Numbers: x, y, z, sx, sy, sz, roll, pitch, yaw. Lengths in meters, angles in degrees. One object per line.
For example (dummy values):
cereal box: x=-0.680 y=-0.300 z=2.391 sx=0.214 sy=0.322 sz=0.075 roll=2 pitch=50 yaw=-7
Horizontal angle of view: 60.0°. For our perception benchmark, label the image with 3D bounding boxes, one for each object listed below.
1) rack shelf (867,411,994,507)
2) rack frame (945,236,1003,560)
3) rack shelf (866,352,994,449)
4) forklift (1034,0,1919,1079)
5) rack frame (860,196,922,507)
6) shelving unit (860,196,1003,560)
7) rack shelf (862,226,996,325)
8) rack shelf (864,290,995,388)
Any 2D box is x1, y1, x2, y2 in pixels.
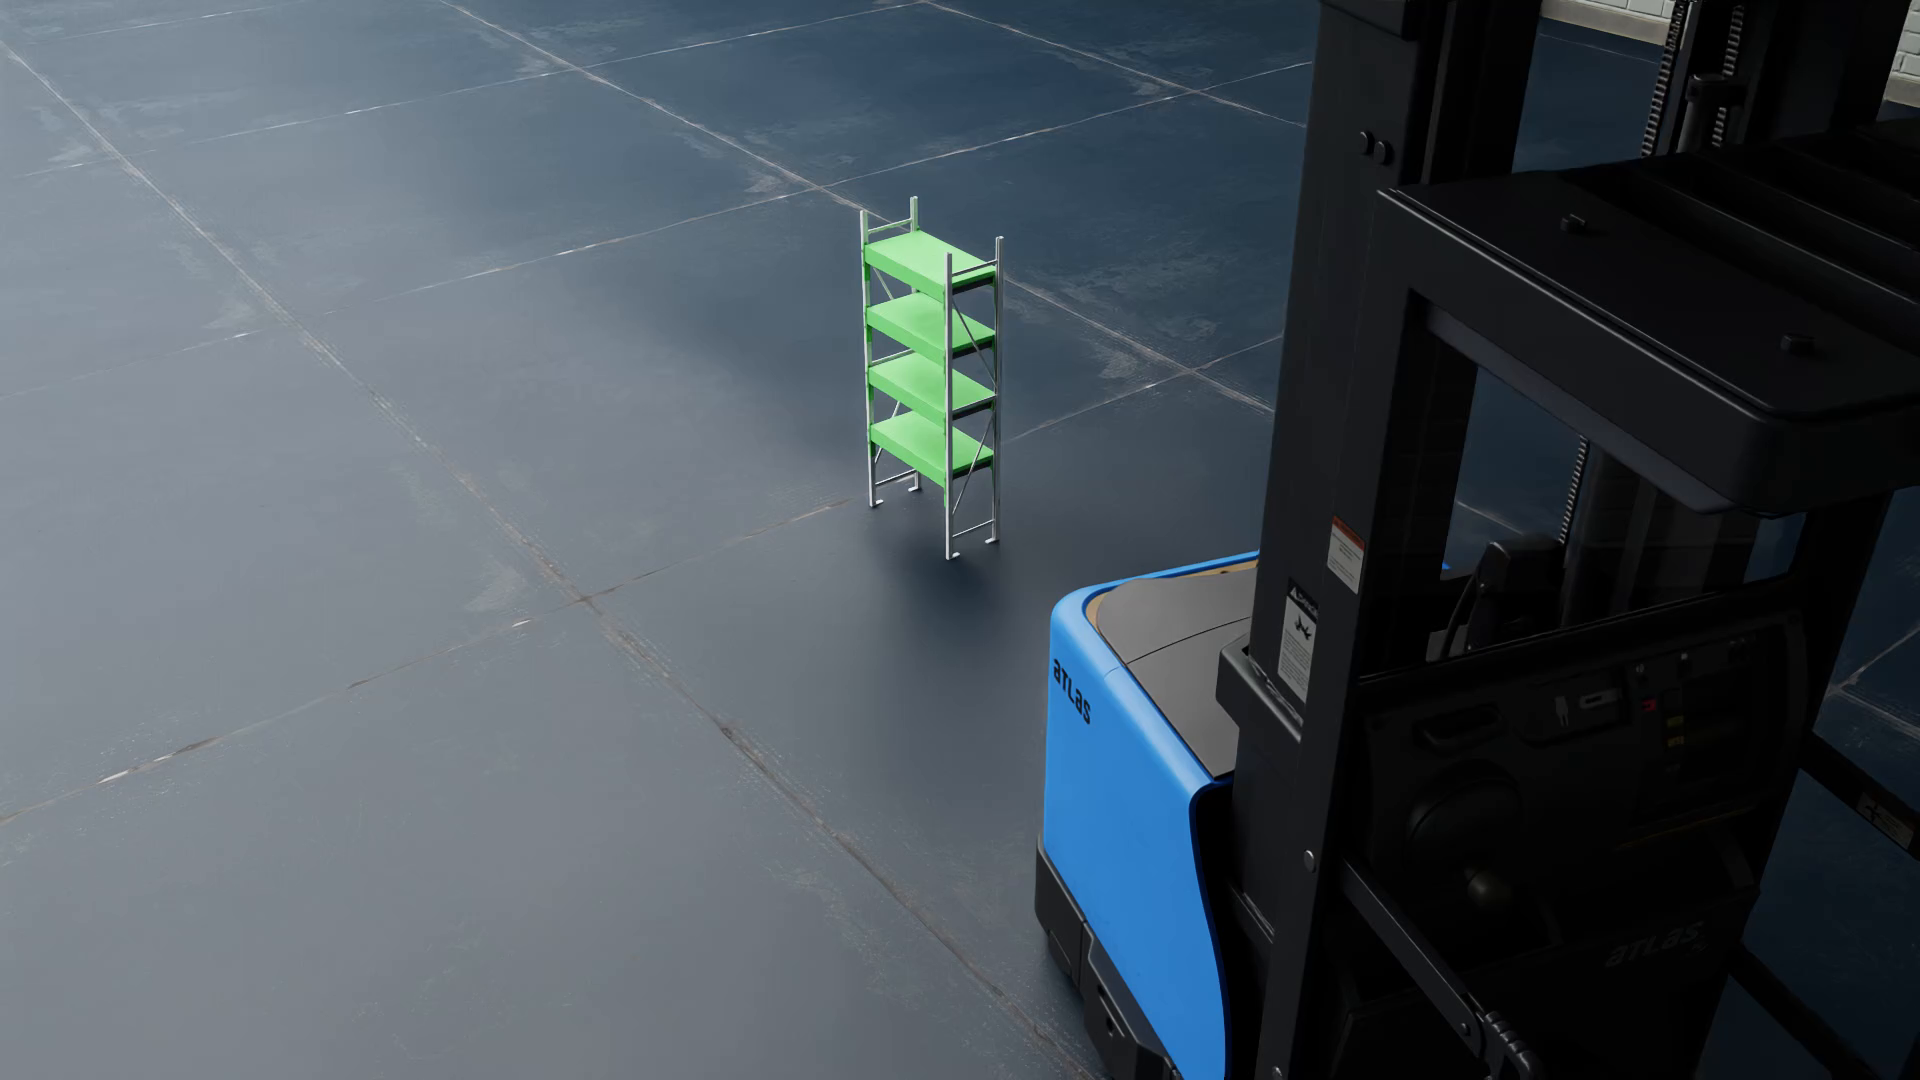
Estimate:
rack shelf: x=-0.101 y=-0.321 z=6.205 sx=0.258 sy=0.148 sz=0.480 roll=-22 pitch=38 yaw=-31
rack frame: x=0.048 y=-0.477 z=5.881 sx=0.240 sy=1.200 sz=0.015 roll=-22 pitch=38 yaw=-31
rack shelf: x=-0.101 y=-0.524 z=6.078 sx=0.258 sy=0.148 sz=0.480 roll=-22 pitch=38 yaw=-31
forklift: x=1.195 y=0.433 z=2.775 sx=1.130 sy=2.935 sz=3.031 roll=-11 pitch=34 yaw=-17
rack frame: x=-0.251 y=-0.680 z=6.208 sx=0.240 sy=1.200 sz=0.015 roll=-22 pitch=38 yaw=-31
shelving unit: x=-0.101 y=-0.579 z=6.045 sx=0.258 sy=1.200 sz=0.503 roll=-22 pitch=38 yaw=-31
rack shelf: x=-0.101 y=-0.932 z=5.825 sx=0.258 sy=0.148 sz=0.480 roll=-22 pitch=38 yaw=-31
rack shelf: x=-0.101 y=-0.728 z=5.952 sx=0.258 sy=0.148 sz=0.480 roll=-22 pitch=38 yaw=-31
